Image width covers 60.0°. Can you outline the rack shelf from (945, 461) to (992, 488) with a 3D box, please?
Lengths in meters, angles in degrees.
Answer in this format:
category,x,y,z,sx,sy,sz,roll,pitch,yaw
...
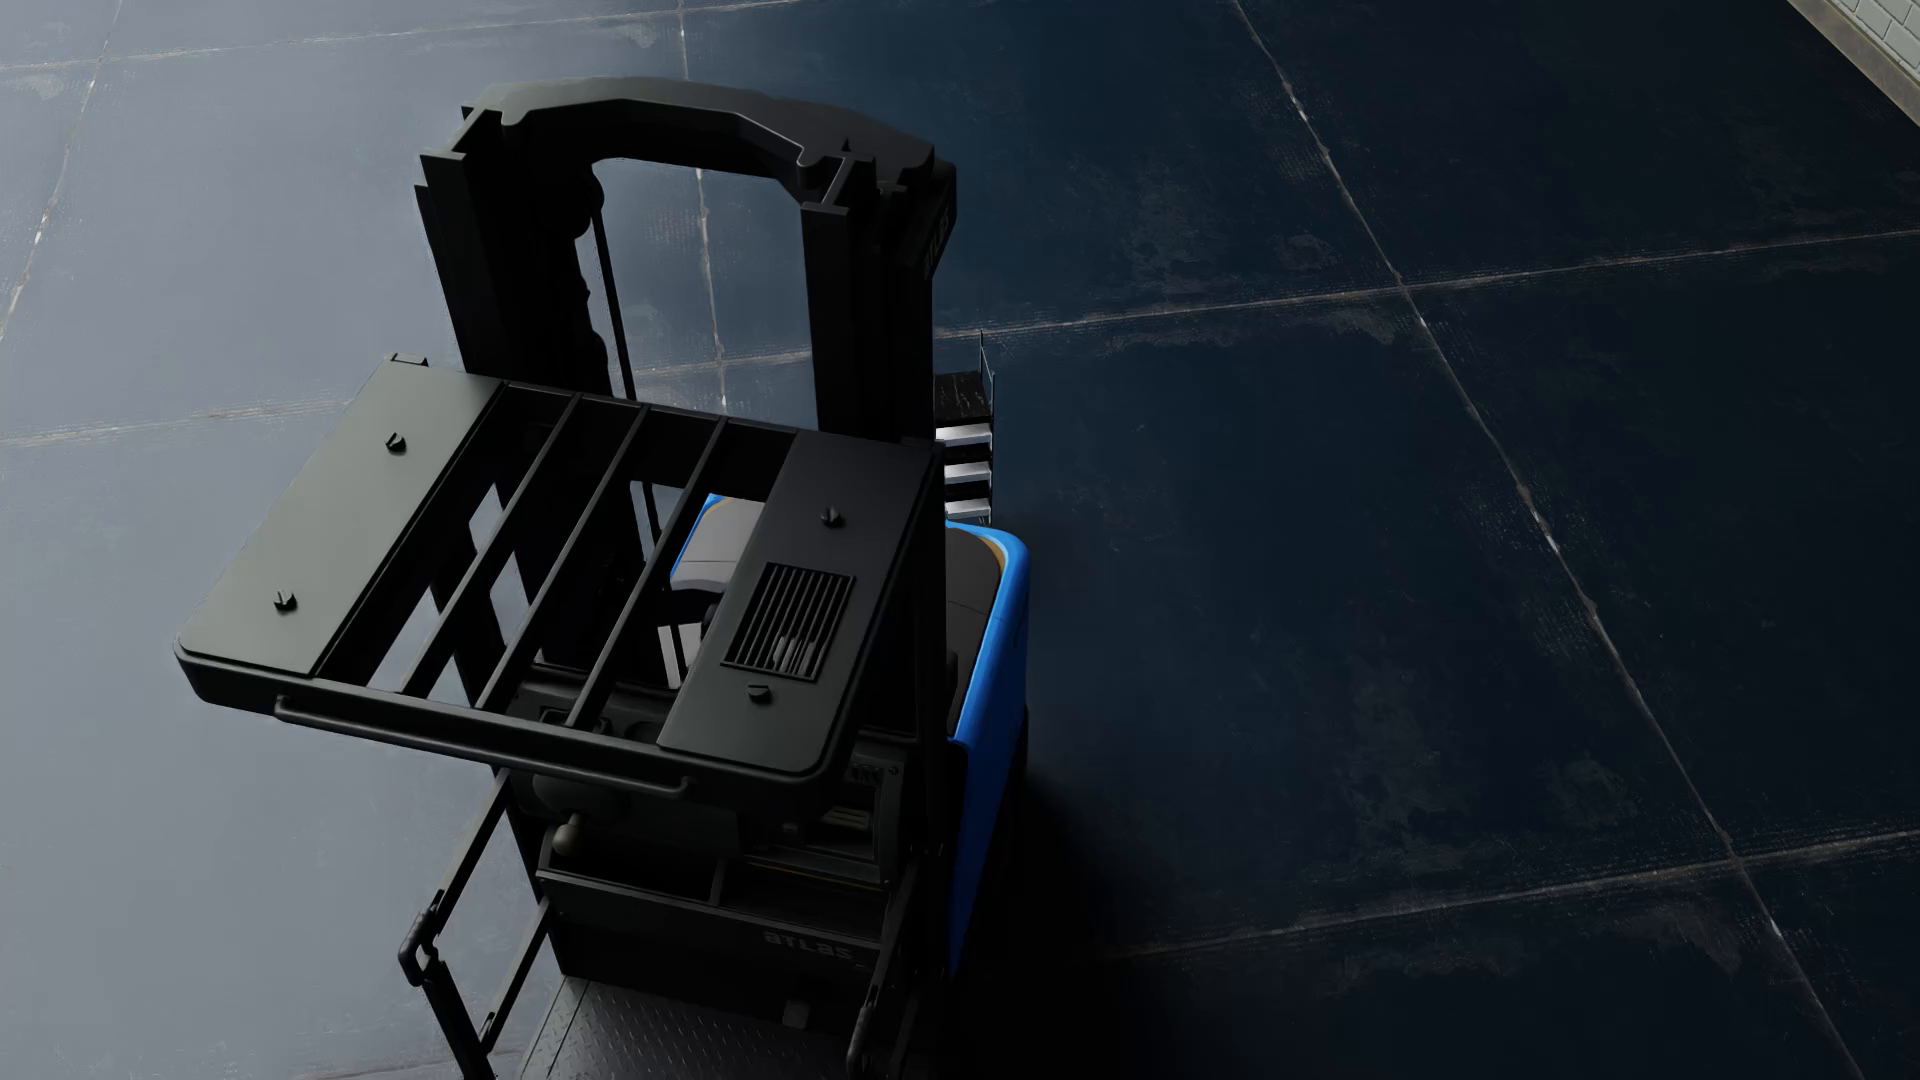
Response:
category,x,y,z,sx,sy,sz,roll,pitch,yaw
rack shelf,-0.008,-0.288,5.949,0.200,0.077,0.258,-7,46,-7

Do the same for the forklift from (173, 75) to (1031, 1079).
category,x,y,z,sx,sy,sz,roll,pitch,yaw
forklift,-0.625,0.662,3.577,1.130,2.935,3.031,10,47,9

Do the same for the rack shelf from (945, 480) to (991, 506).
category,x,y,z,sx,sy,sz,roll,pitch,yaw
rack shelf,-0.008,-0.226,6.014,0.200,0.077,0.258,-7,46,-7

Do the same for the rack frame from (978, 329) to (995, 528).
category,x,y,z,sx,sy,sz,roll,pitch,yaw
rack frame,0.092,-0.324,5.937,0.006,0.900,0.240,-7,46,-7

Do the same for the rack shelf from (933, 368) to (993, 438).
category,x,y,z,sx,sy,sz,roll,pitch,yaw
rack shelf,-0.008,-0.475,5.755,0.200,0.077,0.258,-7,46,-7

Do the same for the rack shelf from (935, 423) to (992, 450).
category,x,y,z,sx,sy,sz,roll,pitch,yaw
rack shelf,-0.008,-0.413,5.819,0.200,0.077,0.258,-7,46,-7

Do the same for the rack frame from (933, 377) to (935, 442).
category,x,y,z,sx,sy,sz,roll,pitch,yaw
rack frame,-0.108,-0.299,5.913,0.006,0.900,0.240,-7,46,-7

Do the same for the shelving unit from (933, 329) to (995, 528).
category,x,y,z,sx,sy,sz,roll,pitch,yaw
shelving unit,-0.008,-0.311,5.925,0.210,0.900,0.258,-7,46,-7

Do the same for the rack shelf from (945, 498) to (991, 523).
category,x,y,z,sx,sy,sz,roll,pitch,yaw
rack shelf,-0.008,-0.163,6.079,0.200,0.077,0.258,-7,46,-7

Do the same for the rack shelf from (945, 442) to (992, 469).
category,x,y,z,sx,sy,sz,roll,pitch,yaw
rack shelf,-0.008,-0.351,5.884,0.200,0.077,0.258,-7,46,-7
